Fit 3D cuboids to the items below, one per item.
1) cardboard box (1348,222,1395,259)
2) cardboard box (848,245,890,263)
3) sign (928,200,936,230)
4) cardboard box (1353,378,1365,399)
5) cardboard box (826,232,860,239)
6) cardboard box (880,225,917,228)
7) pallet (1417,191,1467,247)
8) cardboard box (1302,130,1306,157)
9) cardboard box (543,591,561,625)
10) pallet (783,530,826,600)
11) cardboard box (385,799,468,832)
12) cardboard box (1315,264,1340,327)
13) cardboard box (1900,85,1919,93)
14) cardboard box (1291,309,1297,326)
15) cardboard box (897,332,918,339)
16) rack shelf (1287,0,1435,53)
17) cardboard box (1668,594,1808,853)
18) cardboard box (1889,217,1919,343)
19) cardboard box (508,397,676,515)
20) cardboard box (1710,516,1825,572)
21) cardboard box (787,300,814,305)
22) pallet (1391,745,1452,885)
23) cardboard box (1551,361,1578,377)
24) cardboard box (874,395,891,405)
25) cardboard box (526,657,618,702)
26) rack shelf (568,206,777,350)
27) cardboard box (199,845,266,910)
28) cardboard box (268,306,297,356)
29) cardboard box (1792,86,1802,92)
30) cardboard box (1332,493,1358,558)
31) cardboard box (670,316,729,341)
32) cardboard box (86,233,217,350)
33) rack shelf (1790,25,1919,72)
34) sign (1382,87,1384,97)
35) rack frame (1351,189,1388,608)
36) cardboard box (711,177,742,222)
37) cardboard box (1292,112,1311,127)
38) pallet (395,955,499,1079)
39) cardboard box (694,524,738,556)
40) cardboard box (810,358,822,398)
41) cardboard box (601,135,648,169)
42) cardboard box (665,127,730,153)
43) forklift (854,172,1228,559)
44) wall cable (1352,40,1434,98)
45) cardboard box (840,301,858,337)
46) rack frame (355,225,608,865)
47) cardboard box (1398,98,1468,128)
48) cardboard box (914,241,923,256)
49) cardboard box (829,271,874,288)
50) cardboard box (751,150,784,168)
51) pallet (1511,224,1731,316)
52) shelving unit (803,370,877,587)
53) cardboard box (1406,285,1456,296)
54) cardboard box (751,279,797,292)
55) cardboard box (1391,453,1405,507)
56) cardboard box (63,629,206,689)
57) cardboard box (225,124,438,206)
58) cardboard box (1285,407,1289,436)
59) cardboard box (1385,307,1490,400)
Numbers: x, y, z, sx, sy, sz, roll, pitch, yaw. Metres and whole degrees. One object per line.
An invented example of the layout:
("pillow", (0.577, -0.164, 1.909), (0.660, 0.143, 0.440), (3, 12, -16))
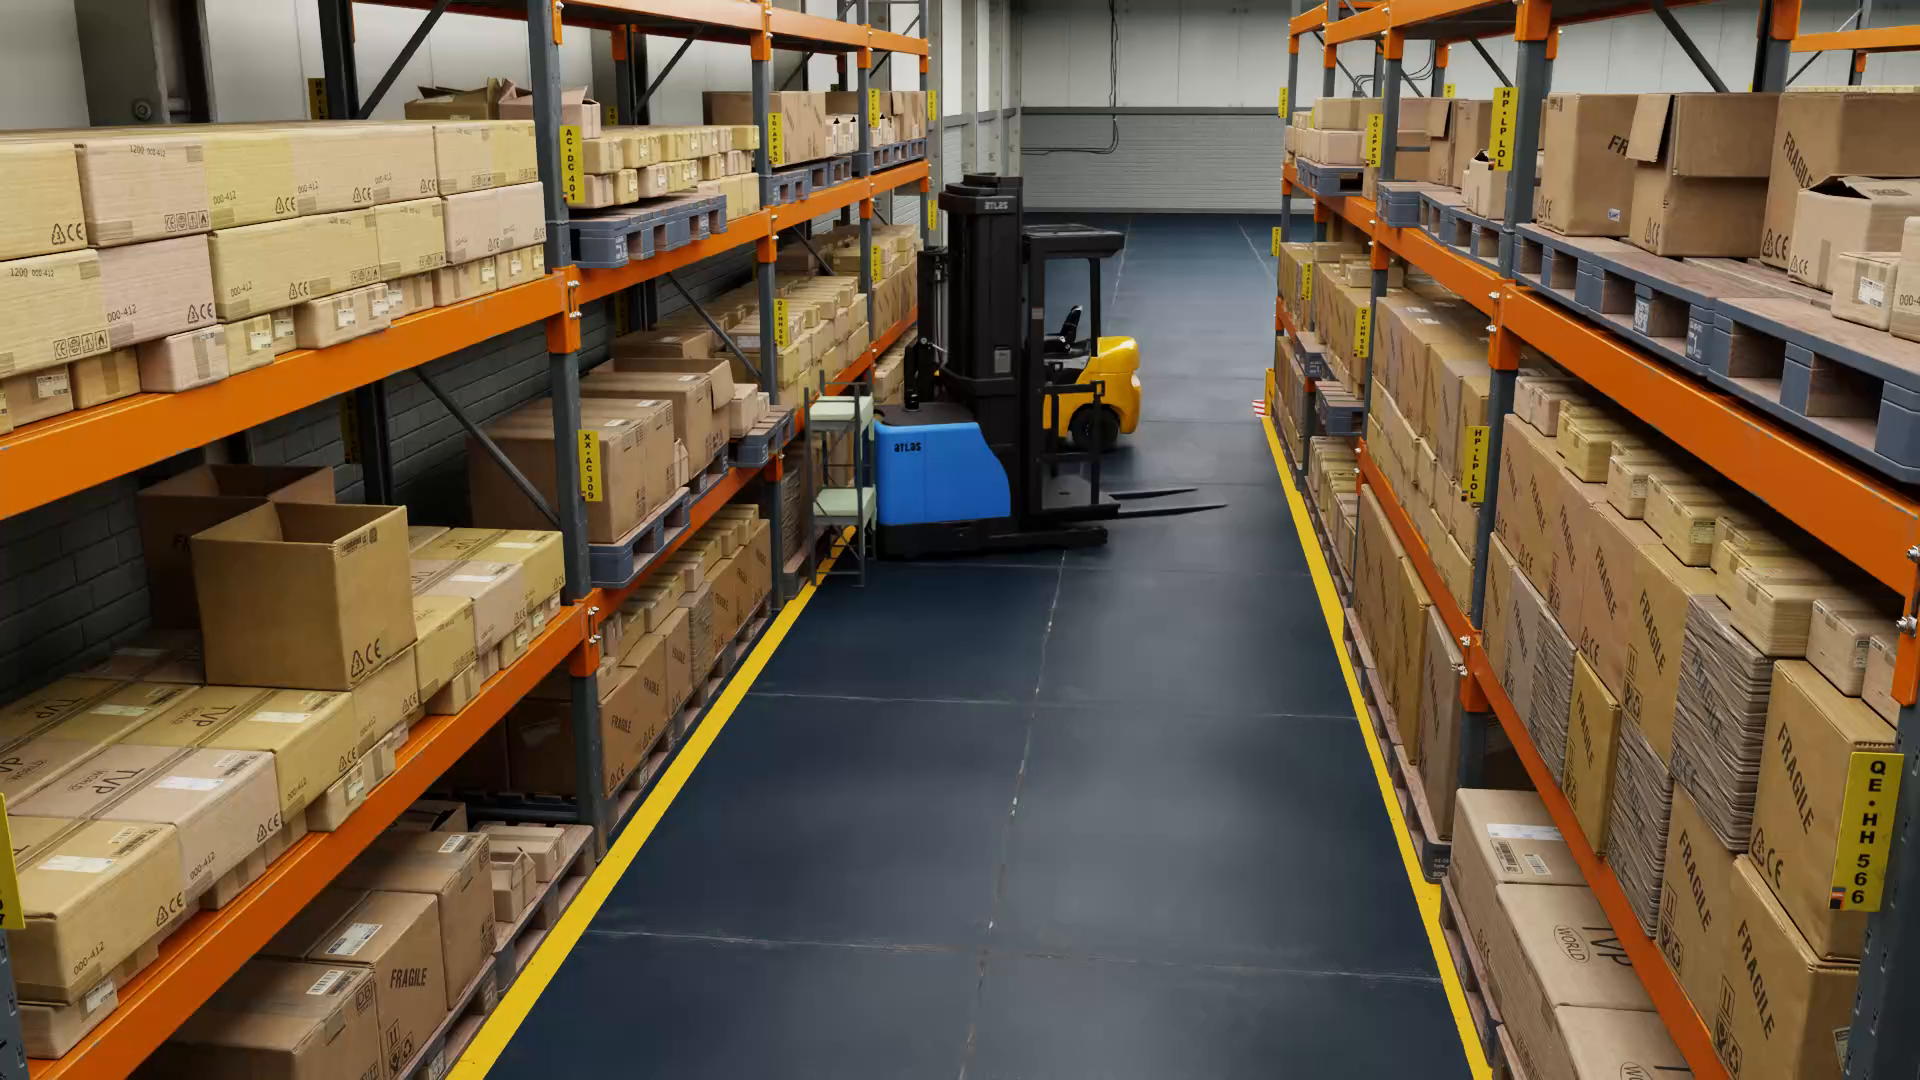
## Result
("cardboard box", (3.890, -2.642, 15.010), (0.700, 0.500, 0.500), (2, 15, 6))
("cardboard box", (-0.886, -2.785, 16.210), (0.380, 0.149, 0.250), (2, 15, 8))
("sign", (-0.319, -3.696, 18.914), (0.100, 0.325, 0.005), (2, 15, 6))
("cardboard box", (2.935, -1.068, 11.541), (0.380, 0.149, 0.250), (2, 15, 7))
("cardboard box", (-1.233, -3.198, 17.739), (0.380, 0.149, 0.250), (2, 15, 8))
("cardboard box", (-0.688, -3.449, 18.665), (0.380, 0.149, 0.250), (2, 15, 6))
("pallet", (3.030, -1.721, 8.894), (1.003, 0.211, 1.213), (2, 15, 9))
("cardboard box", (3.535, -3.765, 15.808), (0.500, 0.250, 0.500), (1, 15, 5))
("cardboard box", (-1.996, 0.281, 7.357), (0.380, 0.149, 0.250), (2, 15, 7))
("pallet", (-1.628, 0.166, 12.644), (1.003, 0.211, 1.213), (2, 15, 6))
("cardboard box", (-2.520, 1.329, 7.346), (0.500, 0.311, 0.500), (2, 15, 8))
("cardboard box", (3.231, -2.012, 13.789), (0.500, 0.500, 0.500), (2, 15, 6))
("cardboard box", (8.279, -3.807, 14.207), (0.380, 0.149, 0.250), (2, 15, 6))
("cardboard box", (3.521, -2.228, 16.636), (0.380, 0.149, 0.250), (2, 15, 7))
("cardboard box", (-0.650, -2.140, 18.376), (0.500, 0.250, 0.500), (2, 15, 7))
("rack shelf", (3.850, -4.926, 16.024), (1.077, 0.370, 4.000), (2, 15, 6))
("cardboard box", (2.118, 0.453, 4.134), (0.500, 0.500, 0.500), (2, 15, 6))
("cardboard box", (2.232, -0.494, 3.286), (0.500, 0.250, 0.500), (0, 15, 1))
("cardboard box", (-1.875, -0.435, 8.527), (0.700, 0.500, 0.500), (2, 15, 7))
("cardboard box", (2.231, 0.043, 4.405), (0.380, 0.149, 0.250), (2, 15, 6))
("cardboard box", (-1.362, -1.809, 13.170), (0.380, 0.149, 0.250), (2, 15, 6))
("pallet", (2.734, 1.359, 8.233), (1.003, 0.211, 1.213), (2, 15, 6))
("cardboard box", (3.087, -0.554, 7.859), (0.500, 0.500, 0.500), (2, 15, 6))
("cardboard box", (-0.947, -1.238, 16.001), (0.500, 0.250, 0.500), (2, 15, 6))
("cardboard box", (-1.906, 0.675, 8.160), (0.380, 0.149, 0.250), (2, 15, 9))
("rack shelf", (-1.985, -1.550, 9.279), (1.077, 0.370, 4.000), (2, 15, 6))
("cardboard box", (-2.285, 0.951, 4.880), (0.380, 0.149, 0.250), (2, 15, 8))
("cardboard box", (-2.226, -0.626, 4.965), (0.380, 0.149, 0.250), (2, 15, 6))
("cardboard box", (8.565, -4.466, 16.644), (0.380, 0.149, 0.250), (2, 15, 7))
("cardboard box", (3.322, -0.095, 12.495), (0.950, 0.372, 0.625), (1, 15, 5))
("cardboard box", (-1.915, -1.556, 12.236), (0.380, 0.149, 0.250), (2, 15, 6))
("cardboard box", (-2.303, -0.652, 4.296), (0.500, 0.250, 0.500), (2, 15, 7))
("rack shelf", (8.780, -4.615, 15.633), (1.077, 0.370, 4.000), (2, 15, 6))
("sign", (4.625, -4.751, 18.044), (0.100, 0.325, 0.005), (2, 15, 6))
("rack frame", (3.173, -0.823, 10.958), (1.000, 3.000, 0.127), (2, 15, 6))
("cardboard box", (-1.632, -2.073, 10.122), (0.500, 0.250, 0.500), (2, 15, 6))
("cardboard box", (3.629, -4.331, 17.140), (0.380, 0.149, 0.250), (2, 15, 6))
("pallet", (-2.424, 1.911, 6.190), (1.003, 0.211, 1.213), (2, 15, 6))
("cardboard box", (-1.637, -0.003, 10.667), (0.380, 0.149, 0.250), (1, 15, 4))
("cardboard box", (-1.354, -1.267, 12.890), (0.500, 0.250, 0.500), (1, 15, 4))
("cardboard box", (-1.711, -1.852, 7.934), (0.380, 0.149, 0.250), (1, 15, 5))
("cardboard box", (-1.618, -2.446, 10.169), (0.380, 0.149, 0.250), (1, 15, 4))
("forklift", (0.692, -1.464, 13.459), (3.031, 2.935, 1.130), (-4, 16, -16))
("wall cable", (12.632, -15.649, 47.779), (2.305, 6.003, 0.169), (2, 15, 6))
("cardboard box", (-1.160, -1.906, 14.293), (0.500, 0.250, 0.500), (1, 15, 5))
("rack frame", (-2.211, 0.070, 7.658), (1.000, 3.000, 0.127), (2, 15, 6))
("cardboard box", (3.592, -3.260, 12.751), (0.500, 0.250, 0.500), (2, 15, 7))
("cardboard box", (-0.617, -3.239, 18.459), (0.380, 0.149, 0.250), (2, 15, 7))
("cardboard box", (-1.011, -2.442, 15.511), (0.380, 0.149, 0.250), (1, 15, 5))
("cardboard box", (-1.418, -2.636, 11.367), (0.380, 0.166, 0.250), (2, 15, 6))
("pallet", (2.619, -0.978, 5.957), (1.003, 0.211, 1.213), (2, 15, 6))
("shelving unit", (-0.889, -0.476, 12.525), (0.431, 1.500, 0.755), (0, 16, 4))
("cardboard box", (3.559, -1.600, 12.268), (0.500, 0.500, 0.500), (2, 15, 7))
("cardboard box", (-1.643, -2.214, 14.668), (0.380, 0.149, 0.250), (1, 15, 4))
("cardboard box", (2.763, -0.361, 9.538), (0.500, 0.250, 0.500), (2, 15, 8))
("cardboard box", (-2.695, 0.511, 5.743), (0.500, 0.250, 0.500), (2, 15, 6))
("cardboard box", (-2.142, -1.290, 5.699), (0.500, 0.250, 0.500), (2, 15, 7))
("cardboard box", (3.536, -1.167, 16.694), (0.500, 0.250, 0.500), (2, 15, 7))
("cardboard box", (2.828, -1.104, 9.891), (0.500, 0.500, 0.500), (2, 15, 6))
